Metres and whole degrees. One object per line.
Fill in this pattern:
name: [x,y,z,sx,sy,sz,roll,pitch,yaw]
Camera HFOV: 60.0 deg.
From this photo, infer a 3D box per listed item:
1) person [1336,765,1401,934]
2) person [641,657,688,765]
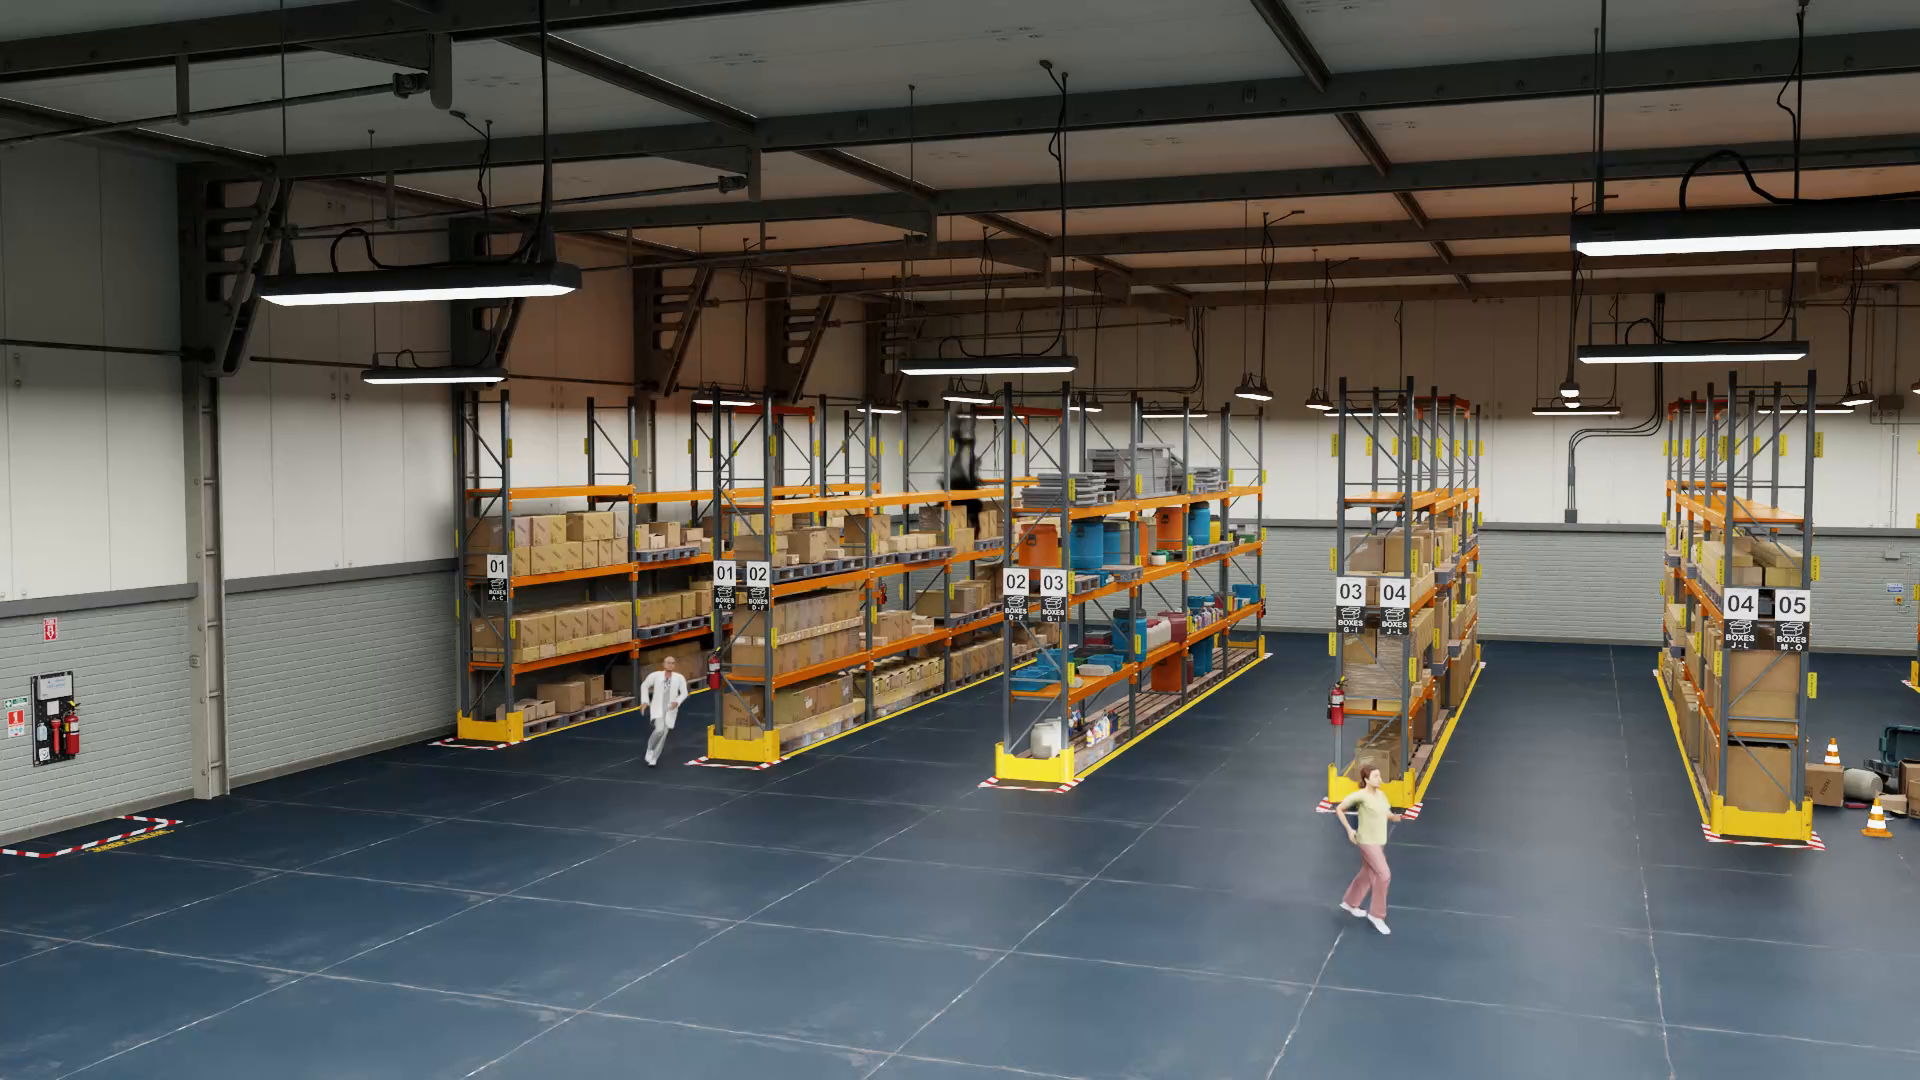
person: [4.284,3.205,17.403,0.550,1.722,0.737,-3,4,-43]
person: [-4.638,2.696,26.190,0.713,1.704,0.627,-1,3,-18]
